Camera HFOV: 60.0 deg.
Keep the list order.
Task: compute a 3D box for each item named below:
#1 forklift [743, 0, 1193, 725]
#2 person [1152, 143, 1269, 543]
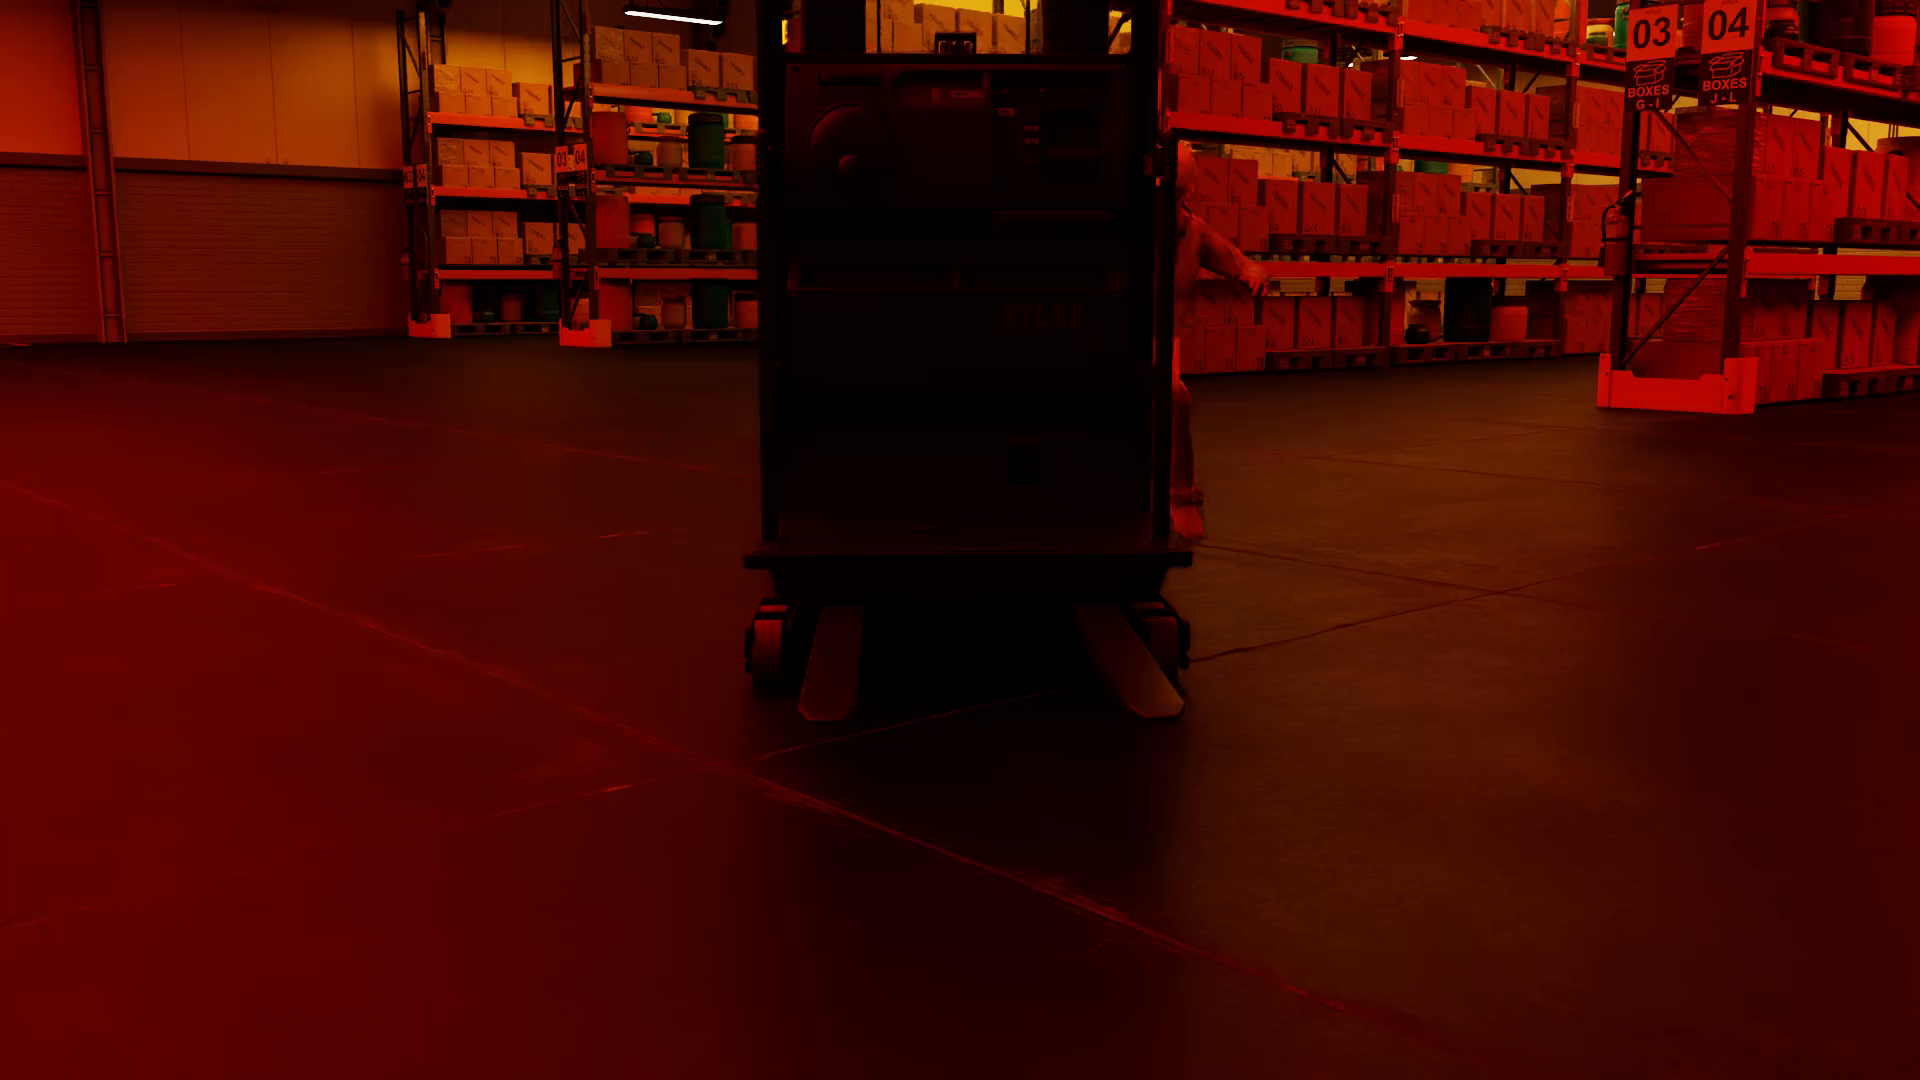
[{"bbox_3d":[0.005,-1.136,4.299,1.130,2.935,3.031,0,9,-2],"label":"forklift"},{"bbox_3d":[0.687,-0.761,6.504,0.943,1.533,1.003,-7,11,-39],"label":"person"}]
